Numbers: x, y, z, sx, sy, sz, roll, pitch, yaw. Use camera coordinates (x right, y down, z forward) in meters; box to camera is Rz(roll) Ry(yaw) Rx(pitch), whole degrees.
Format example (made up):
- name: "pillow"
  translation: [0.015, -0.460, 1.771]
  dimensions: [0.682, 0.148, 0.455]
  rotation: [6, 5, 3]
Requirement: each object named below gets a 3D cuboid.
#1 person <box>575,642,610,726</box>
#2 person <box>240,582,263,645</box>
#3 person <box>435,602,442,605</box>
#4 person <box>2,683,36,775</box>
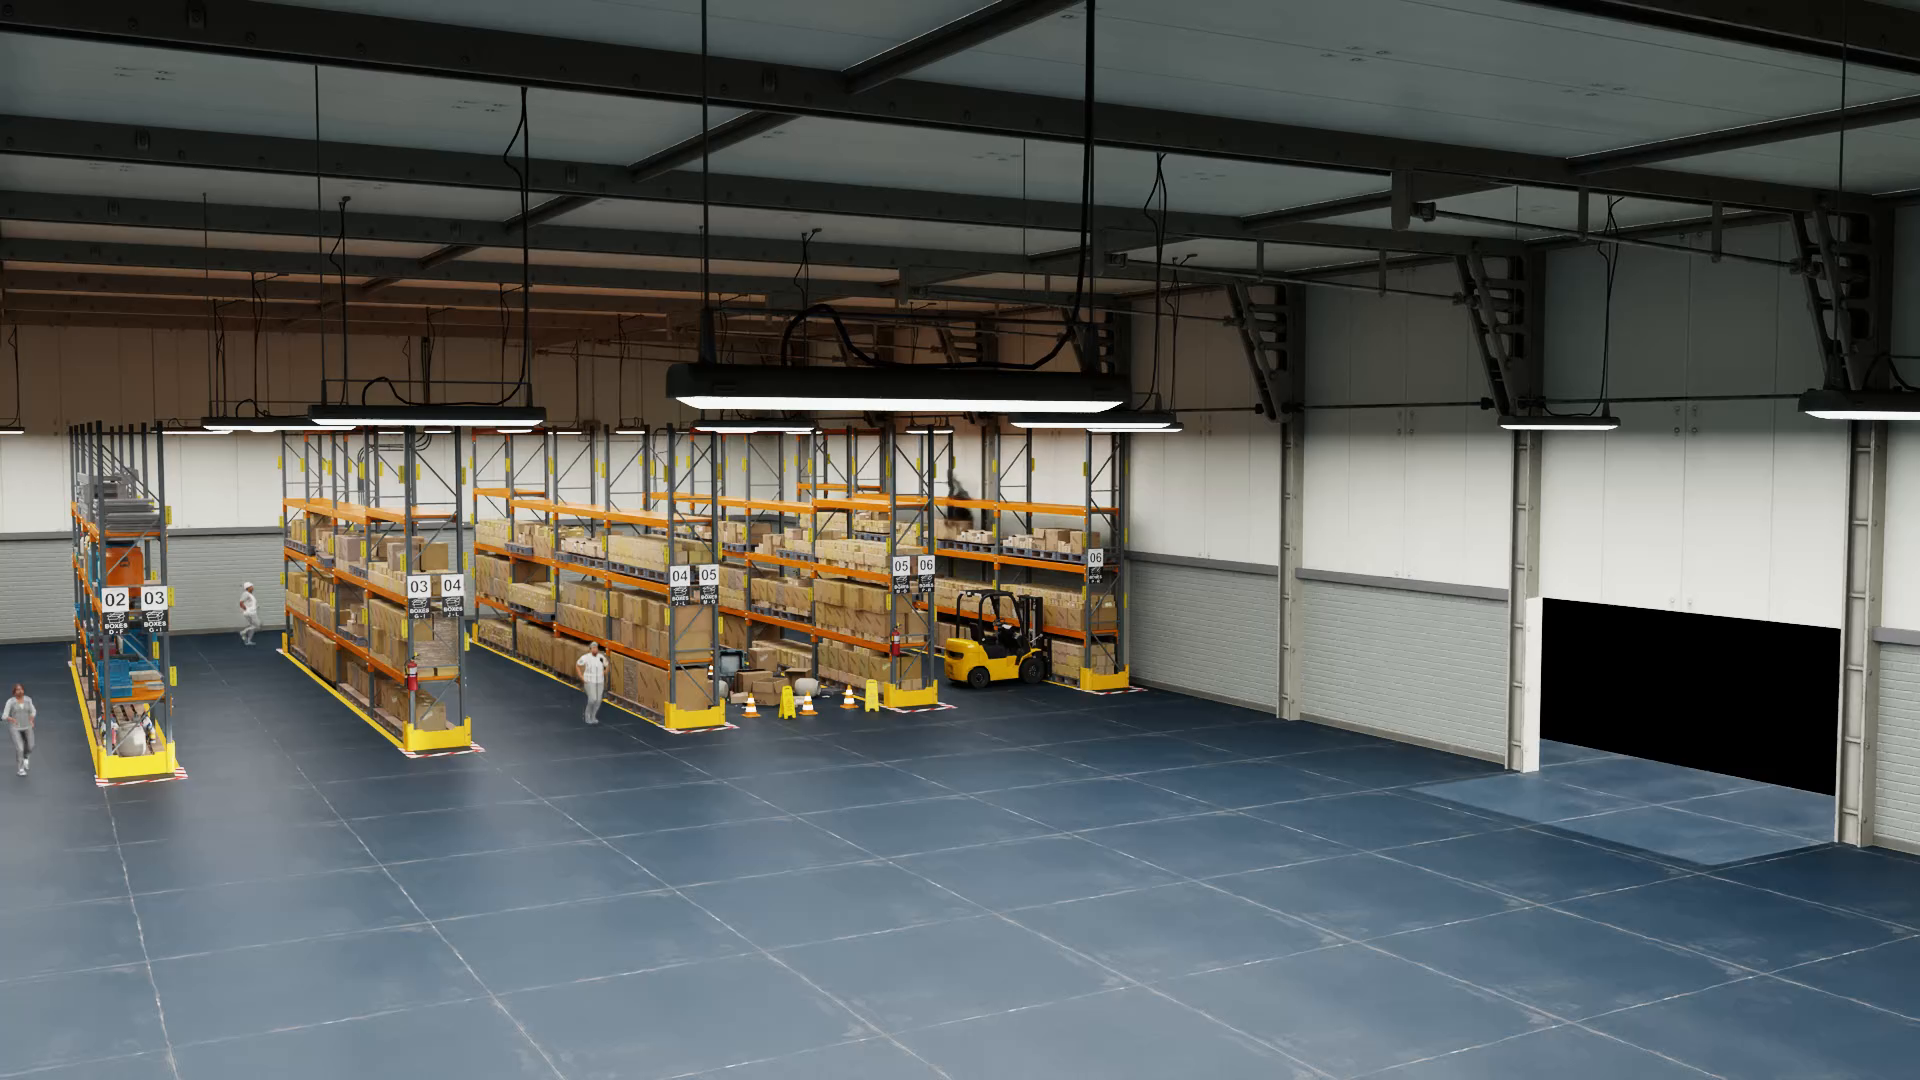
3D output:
- name: "person"
  translation: [-7.271, 2.853, 33.108]
  dimensions: [0.663, 1.664, 0.593]
  rotation: [-2, 4, -34]
- name: "person"
  translation: [-19.530, 2.025, 45.808]
  dimensions: [0.592, 1.734, 0.675]
  rotation: [-1, 4, -15]
- name: "person"
  translation: [-14.498, 2.040, 46.483]
  dimensions: [0.666, 1.663, 0.602]
  rotation: [0, 4, 2]
- name: "person"
  translation: [-15.876, 3.203, 28.126]
  dimensions: [0.529, 1.554, 0.549]
  rotation: [-3, 5, -44]
